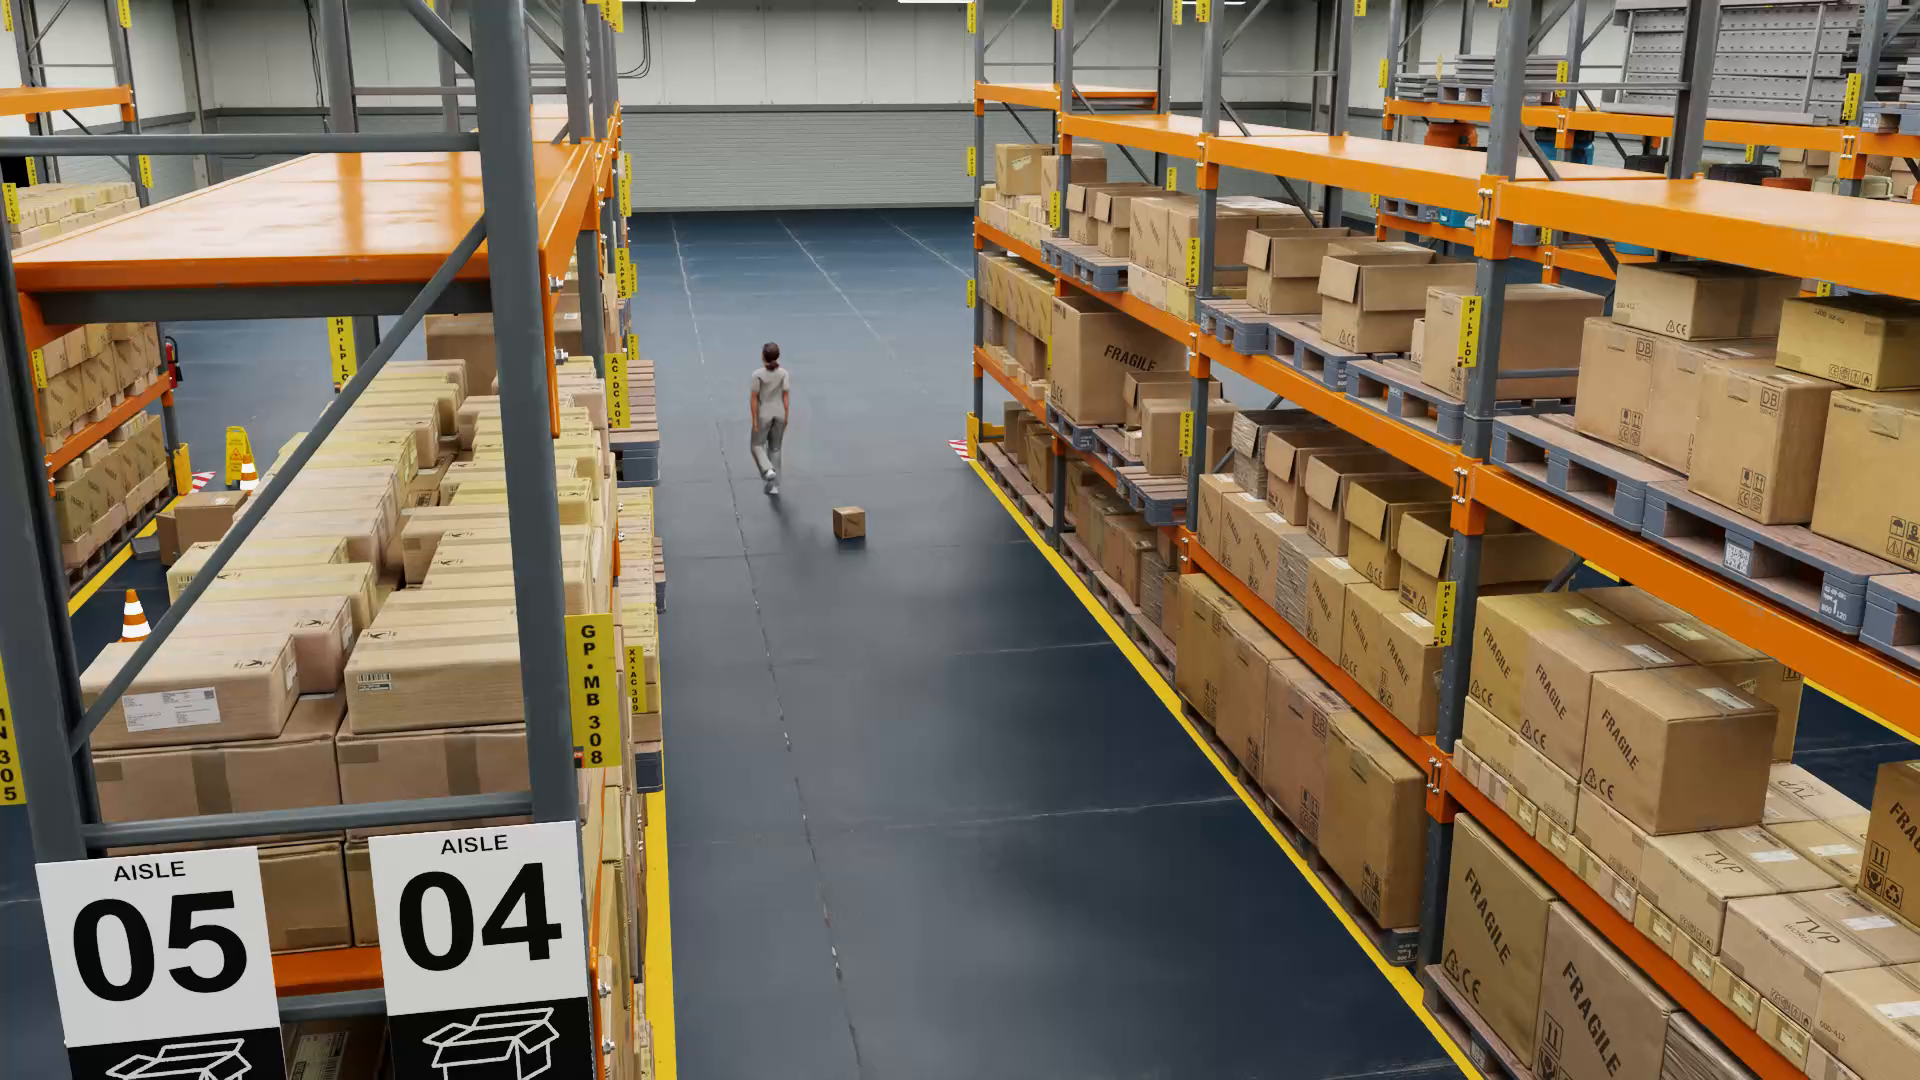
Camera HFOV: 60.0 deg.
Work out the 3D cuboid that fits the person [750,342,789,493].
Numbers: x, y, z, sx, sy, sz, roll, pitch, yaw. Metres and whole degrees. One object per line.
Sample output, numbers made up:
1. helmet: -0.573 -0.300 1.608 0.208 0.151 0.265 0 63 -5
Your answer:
1. person: -2.038 -1.299 17.896 0.444 1.648 0.541 -6 18 -21
